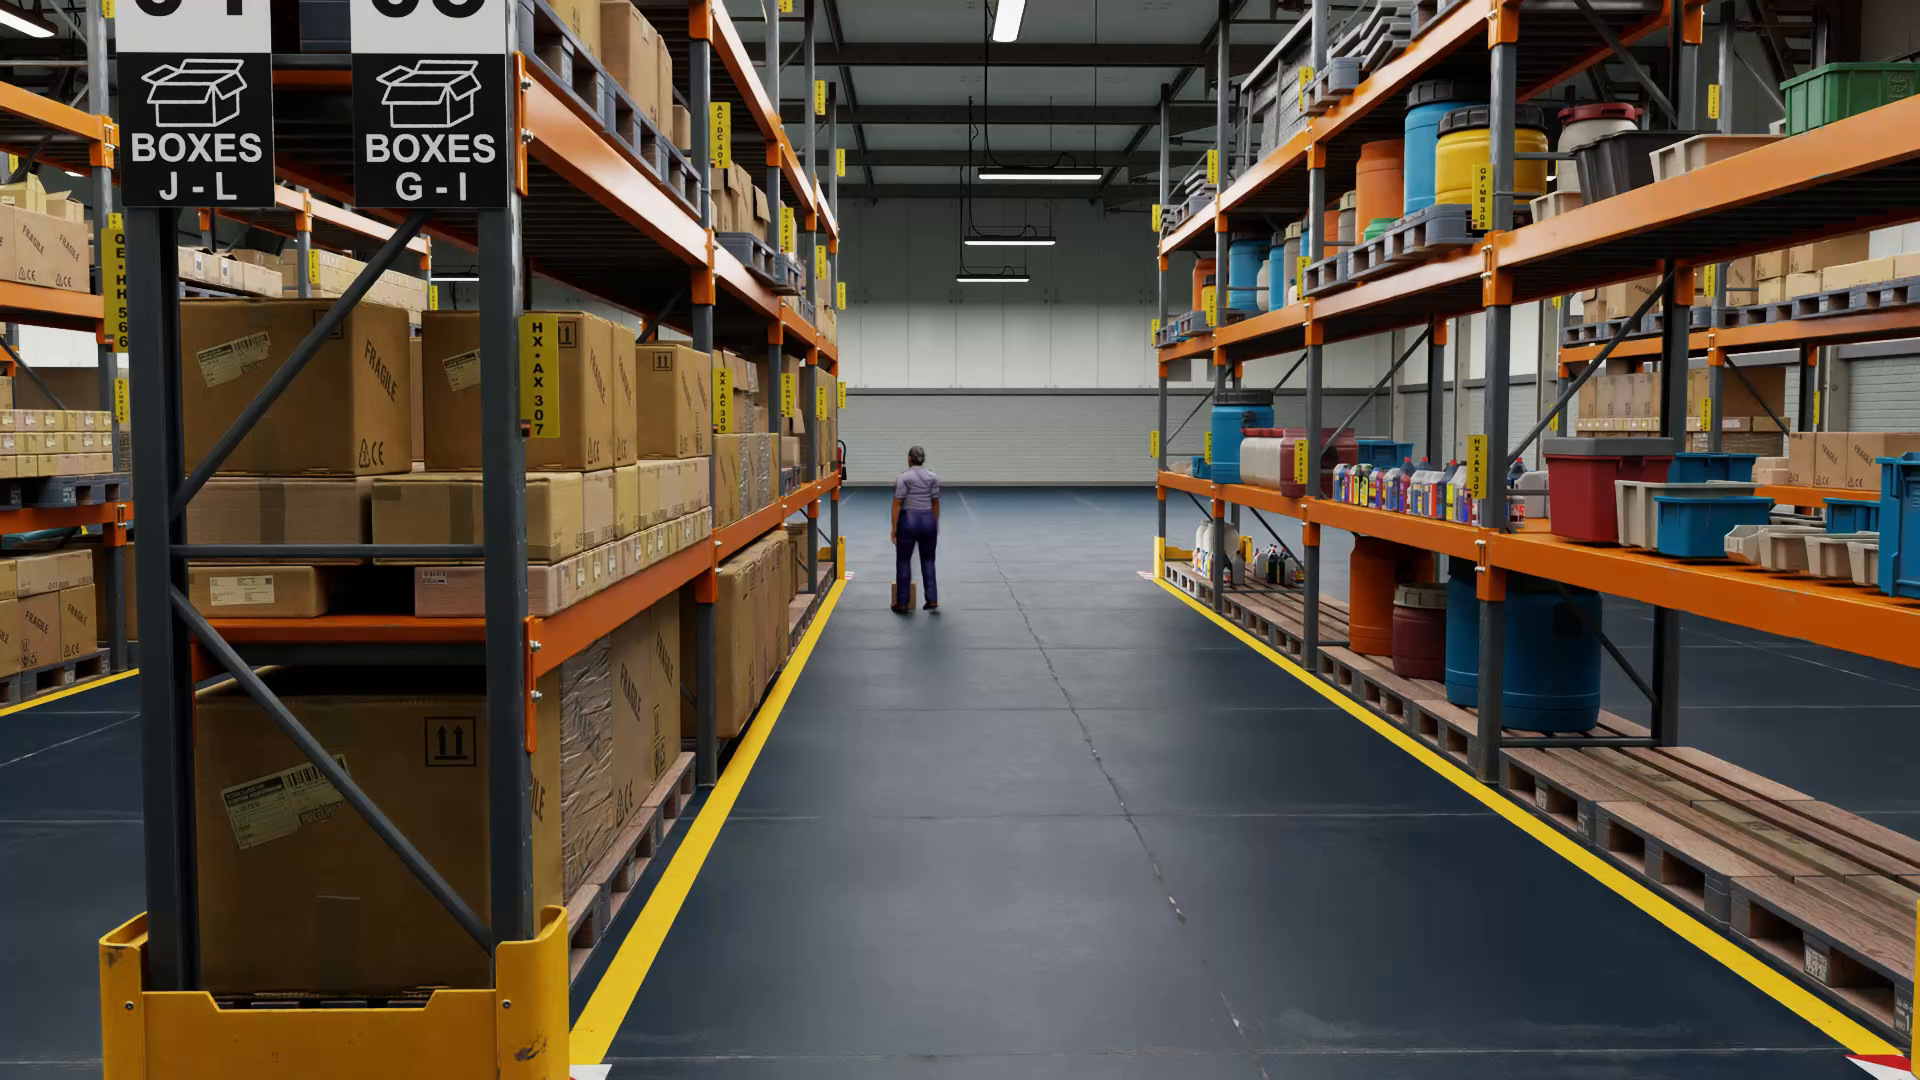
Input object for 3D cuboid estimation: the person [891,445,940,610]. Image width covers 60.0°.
[{"bbox_3d":[-0.452,-0.107,16.608,0.527,1.643,0.421,-1,4,-17],"label":"person"}]
